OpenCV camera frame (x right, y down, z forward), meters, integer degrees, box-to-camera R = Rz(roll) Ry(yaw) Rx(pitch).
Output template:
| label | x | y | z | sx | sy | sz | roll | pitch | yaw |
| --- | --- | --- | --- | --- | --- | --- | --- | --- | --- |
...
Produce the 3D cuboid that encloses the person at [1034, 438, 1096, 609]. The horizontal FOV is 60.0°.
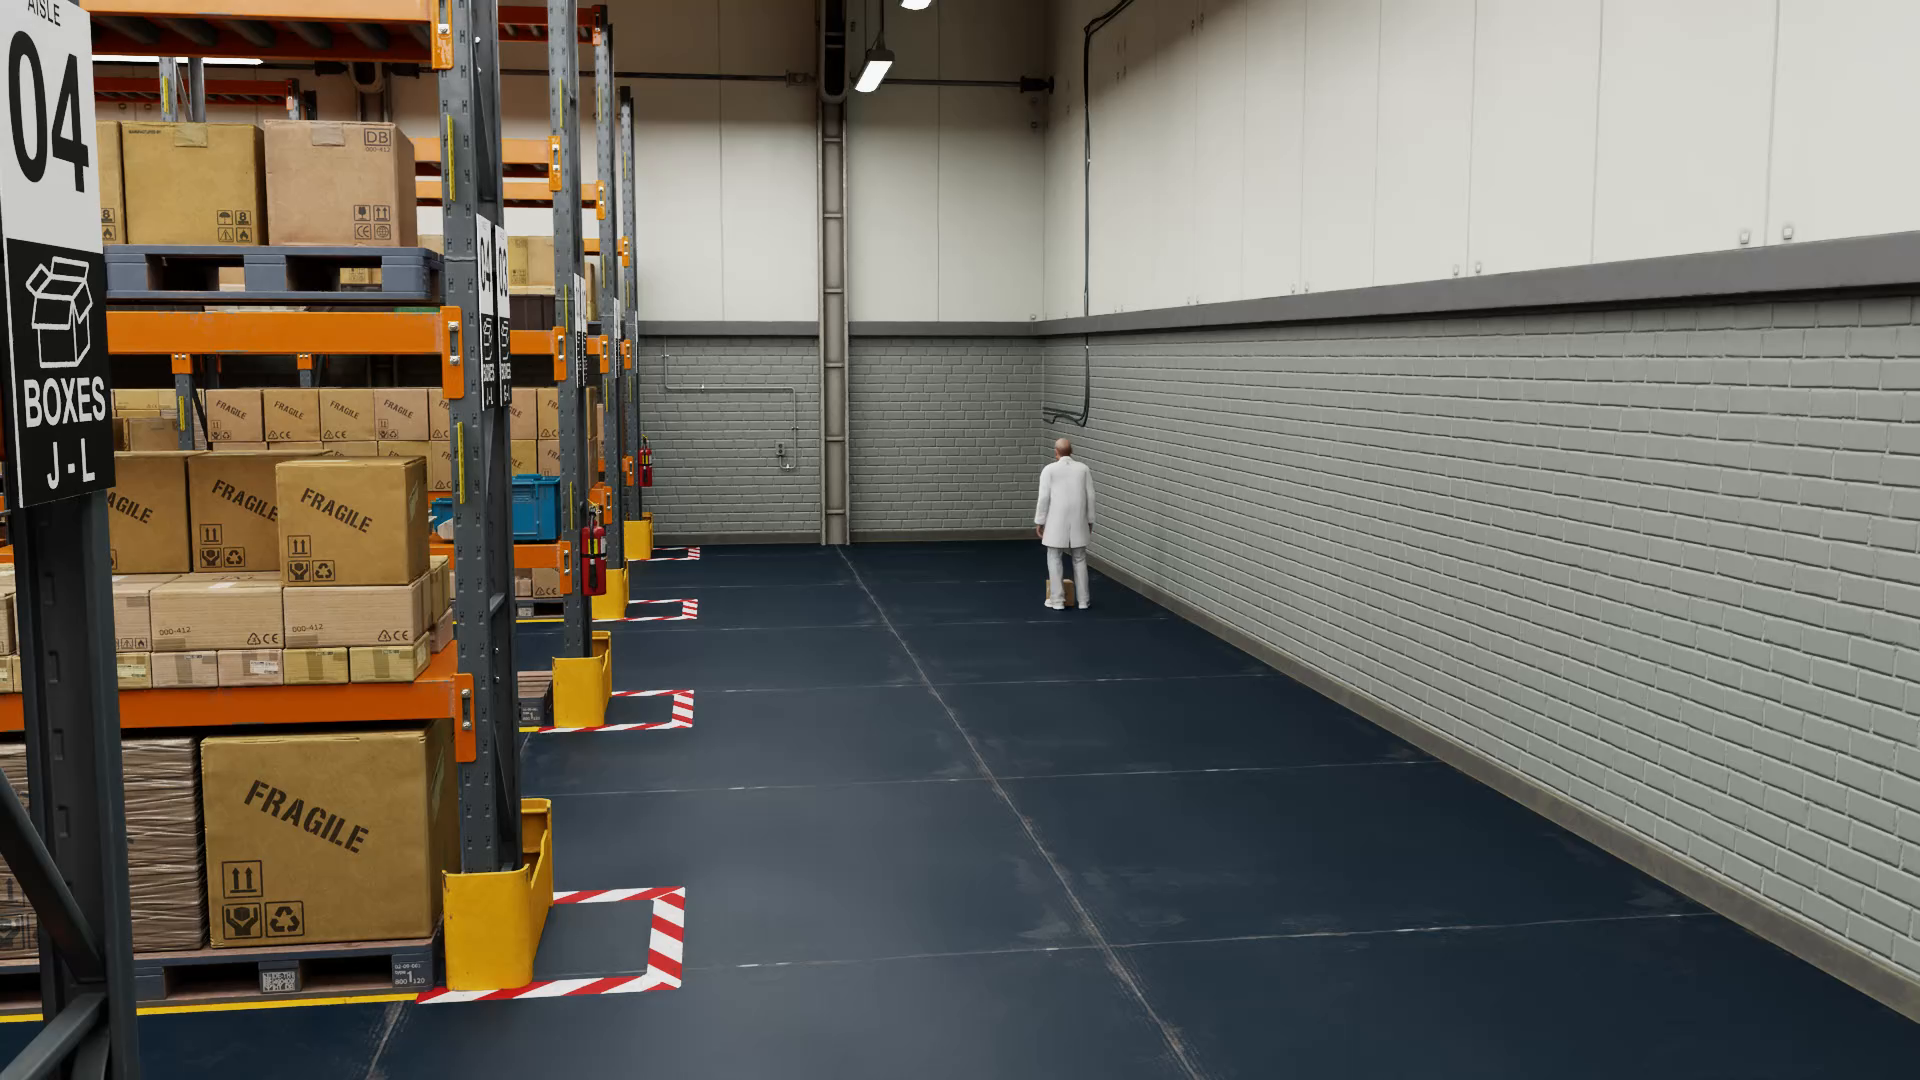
| label | x | y | z | sx | sy | sz | roll | pitch | yaw |
| --- | --- | --- | --- | --- | --- | --- | --- | --- | --- |
| person | 1.097 | -0.172 | 17.317 | 0.655 | 1.775 | 0.420 | -1 | 6 | -12 |
